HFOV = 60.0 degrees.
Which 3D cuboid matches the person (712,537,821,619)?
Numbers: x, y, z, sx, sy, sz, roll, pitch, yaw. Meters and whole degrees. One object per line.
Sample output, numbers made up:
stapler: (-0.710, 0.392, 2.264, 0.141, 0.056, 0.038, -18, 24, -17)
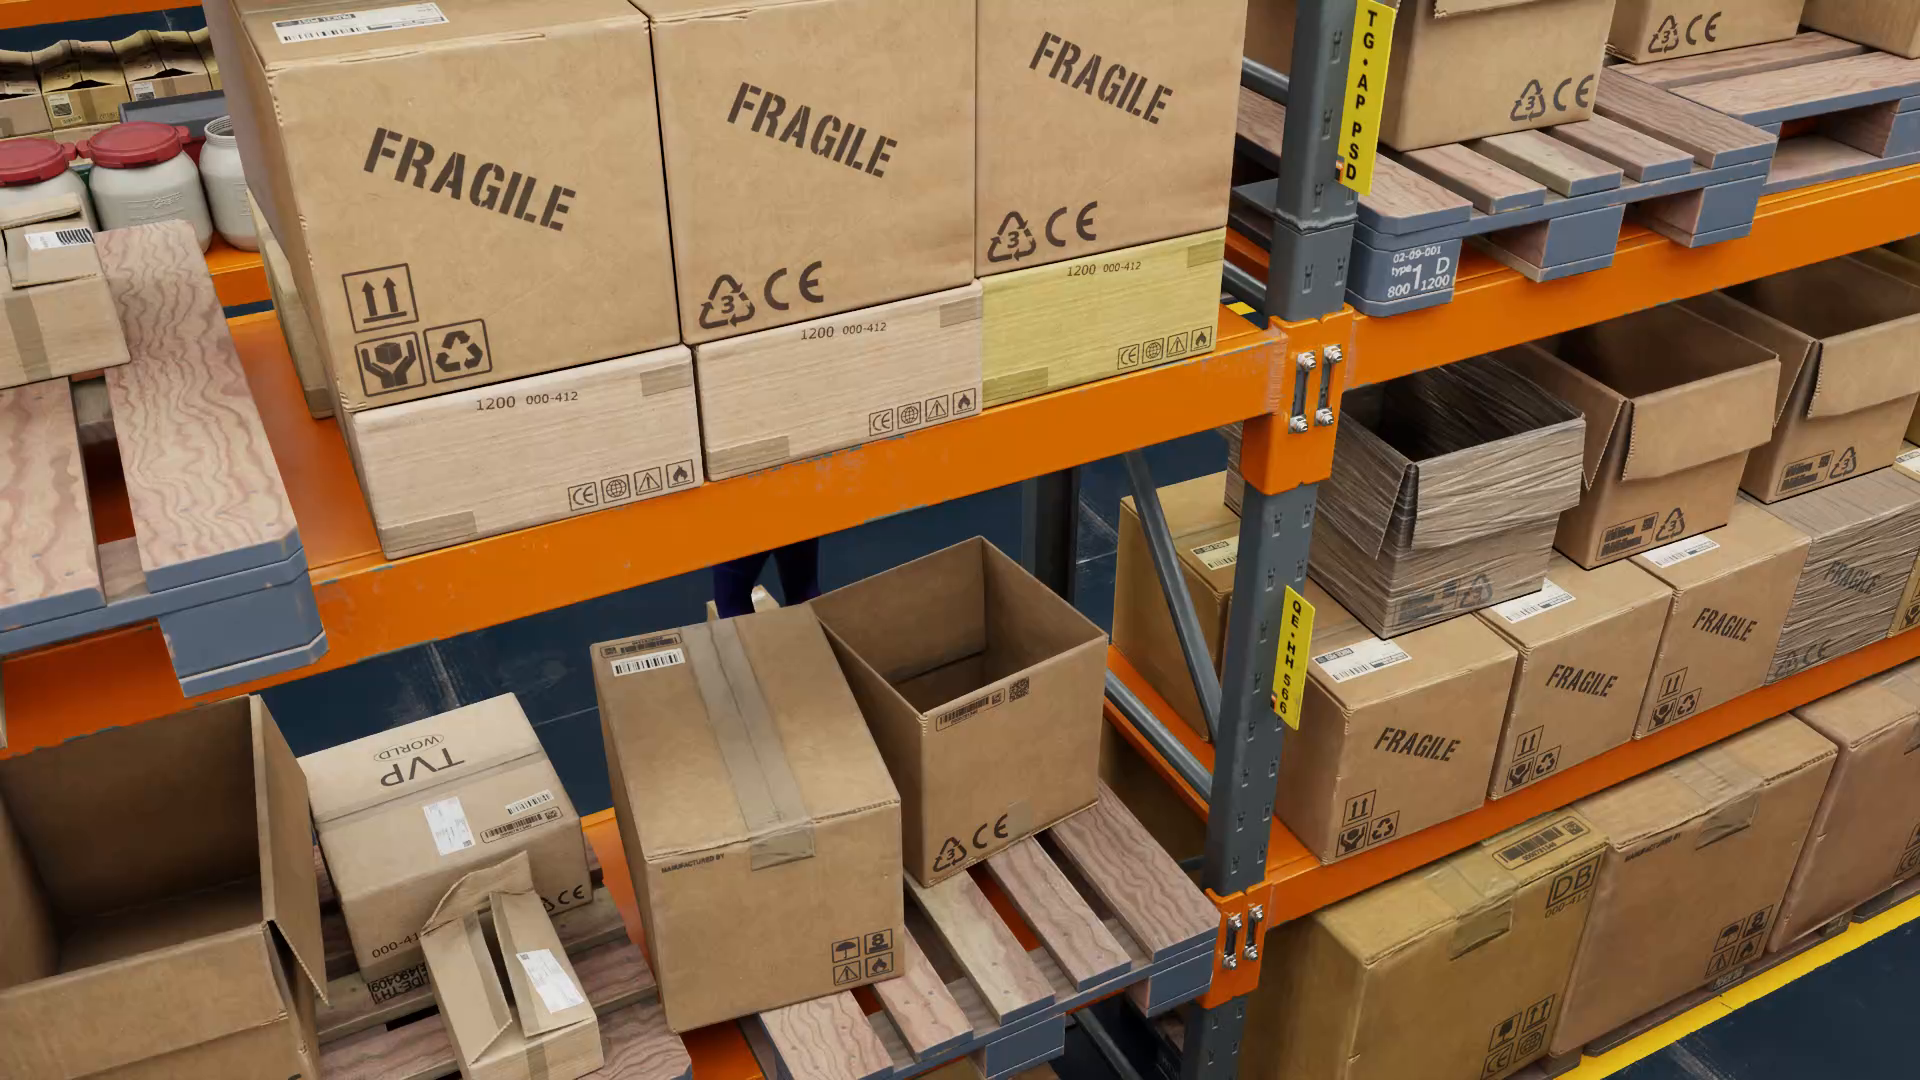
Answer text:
person: (-0.743, -0.019, 6.337, 0.533, 1.476, 0.370, -17, 37, -25)
